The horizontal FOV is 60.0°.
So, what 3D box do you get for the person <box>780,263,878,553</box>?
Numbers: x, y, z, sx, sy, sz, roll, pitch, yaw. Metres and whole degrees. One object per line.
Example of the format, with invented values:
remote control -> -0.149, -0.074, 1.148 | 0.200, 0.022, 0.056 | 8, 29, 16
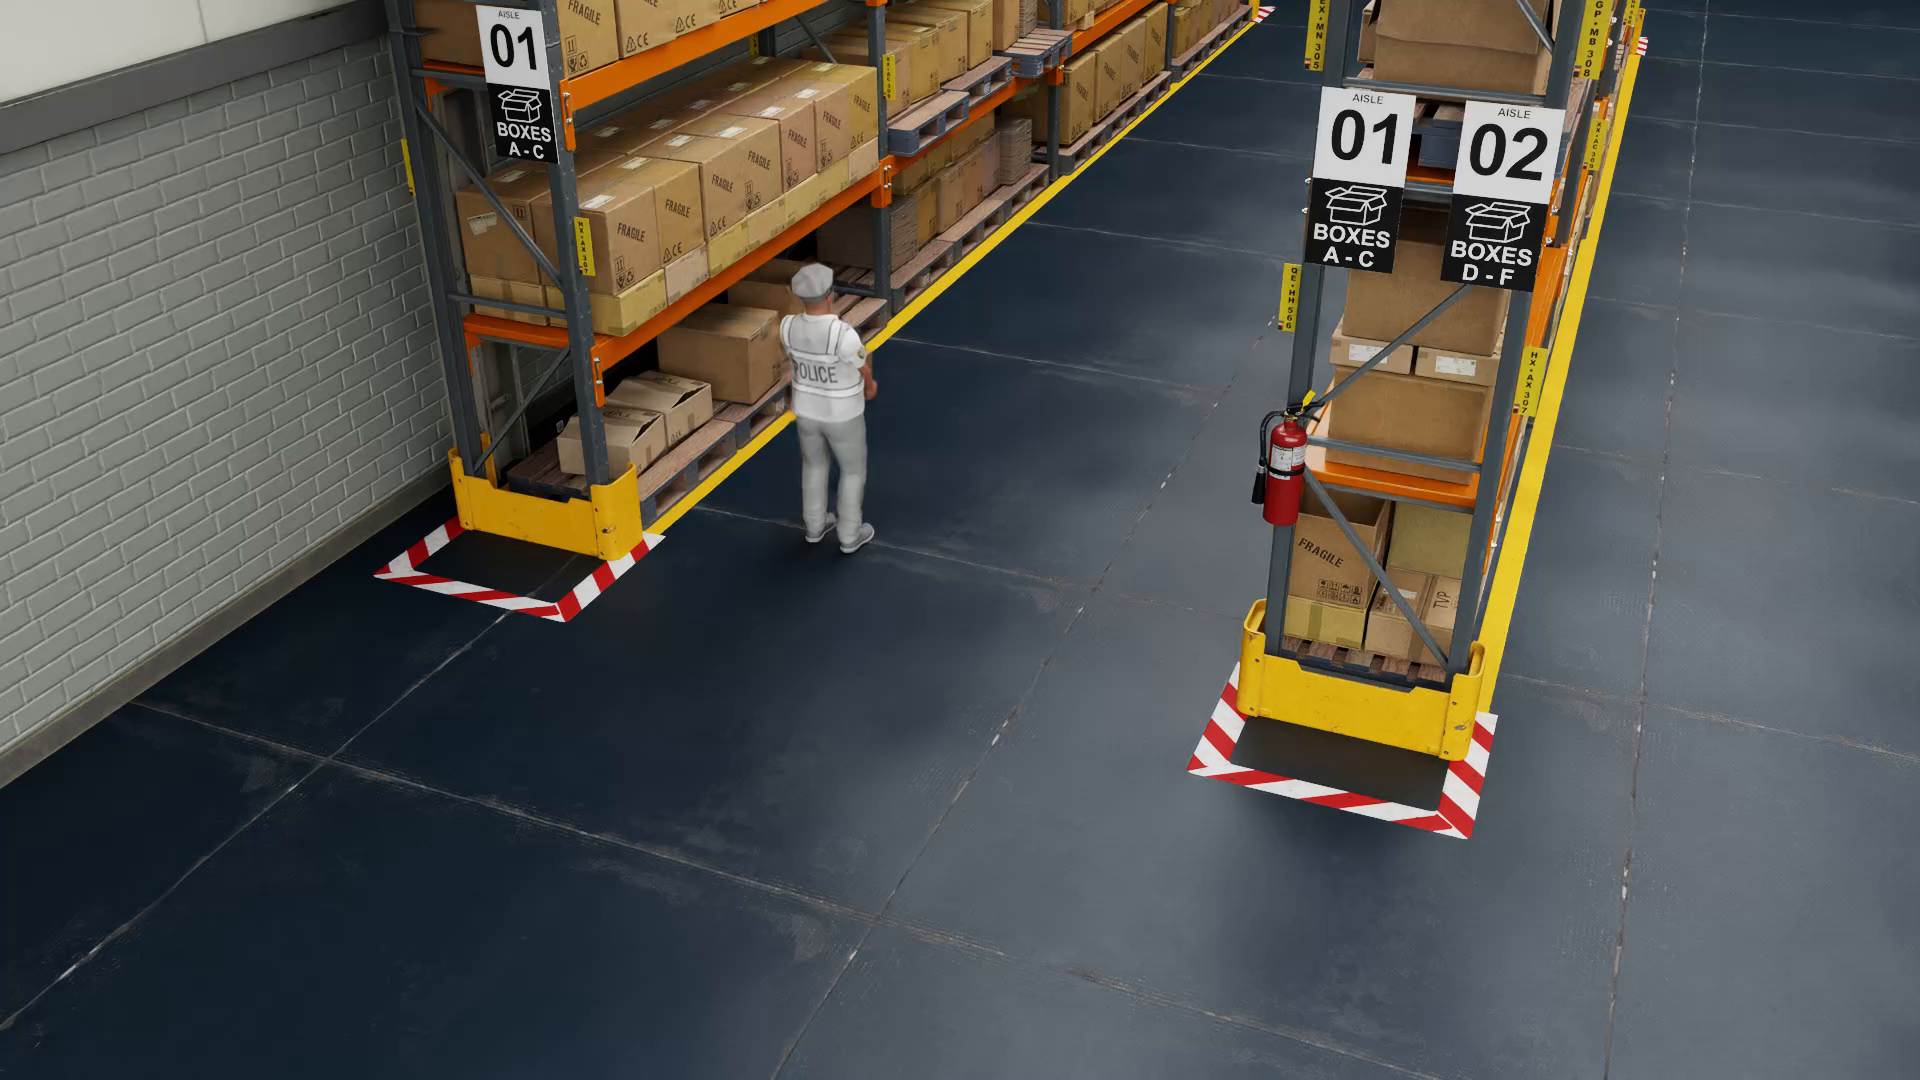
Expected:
person -> -0.745, -0.805, 9.791 | 0.499, 1.775, 0.559 | 12, 32, 21
